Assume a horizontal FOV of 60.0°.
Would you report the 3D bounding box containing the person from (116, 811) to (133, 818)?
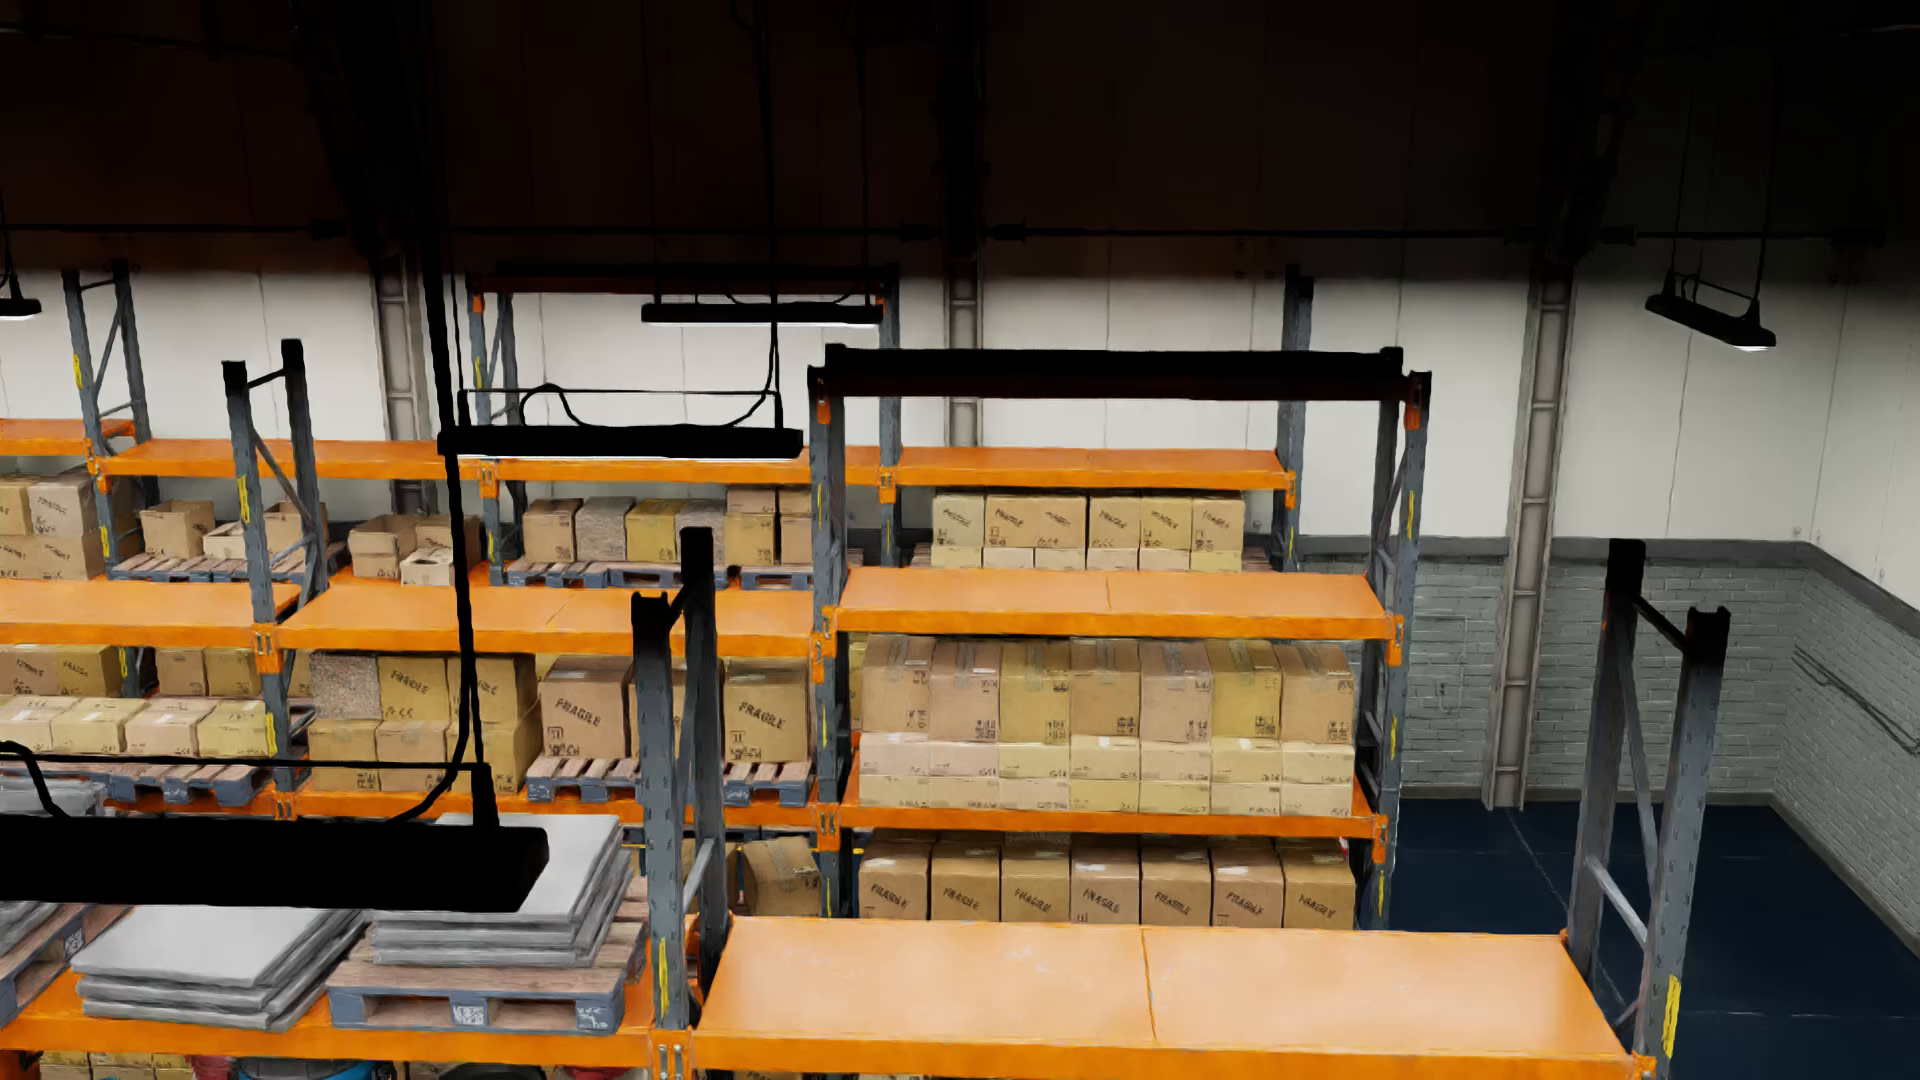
[{"bbox_3d":[-7.389,3.128,14.851,0.598,1.644,0.556,11,20,34],"label":"person"}]
